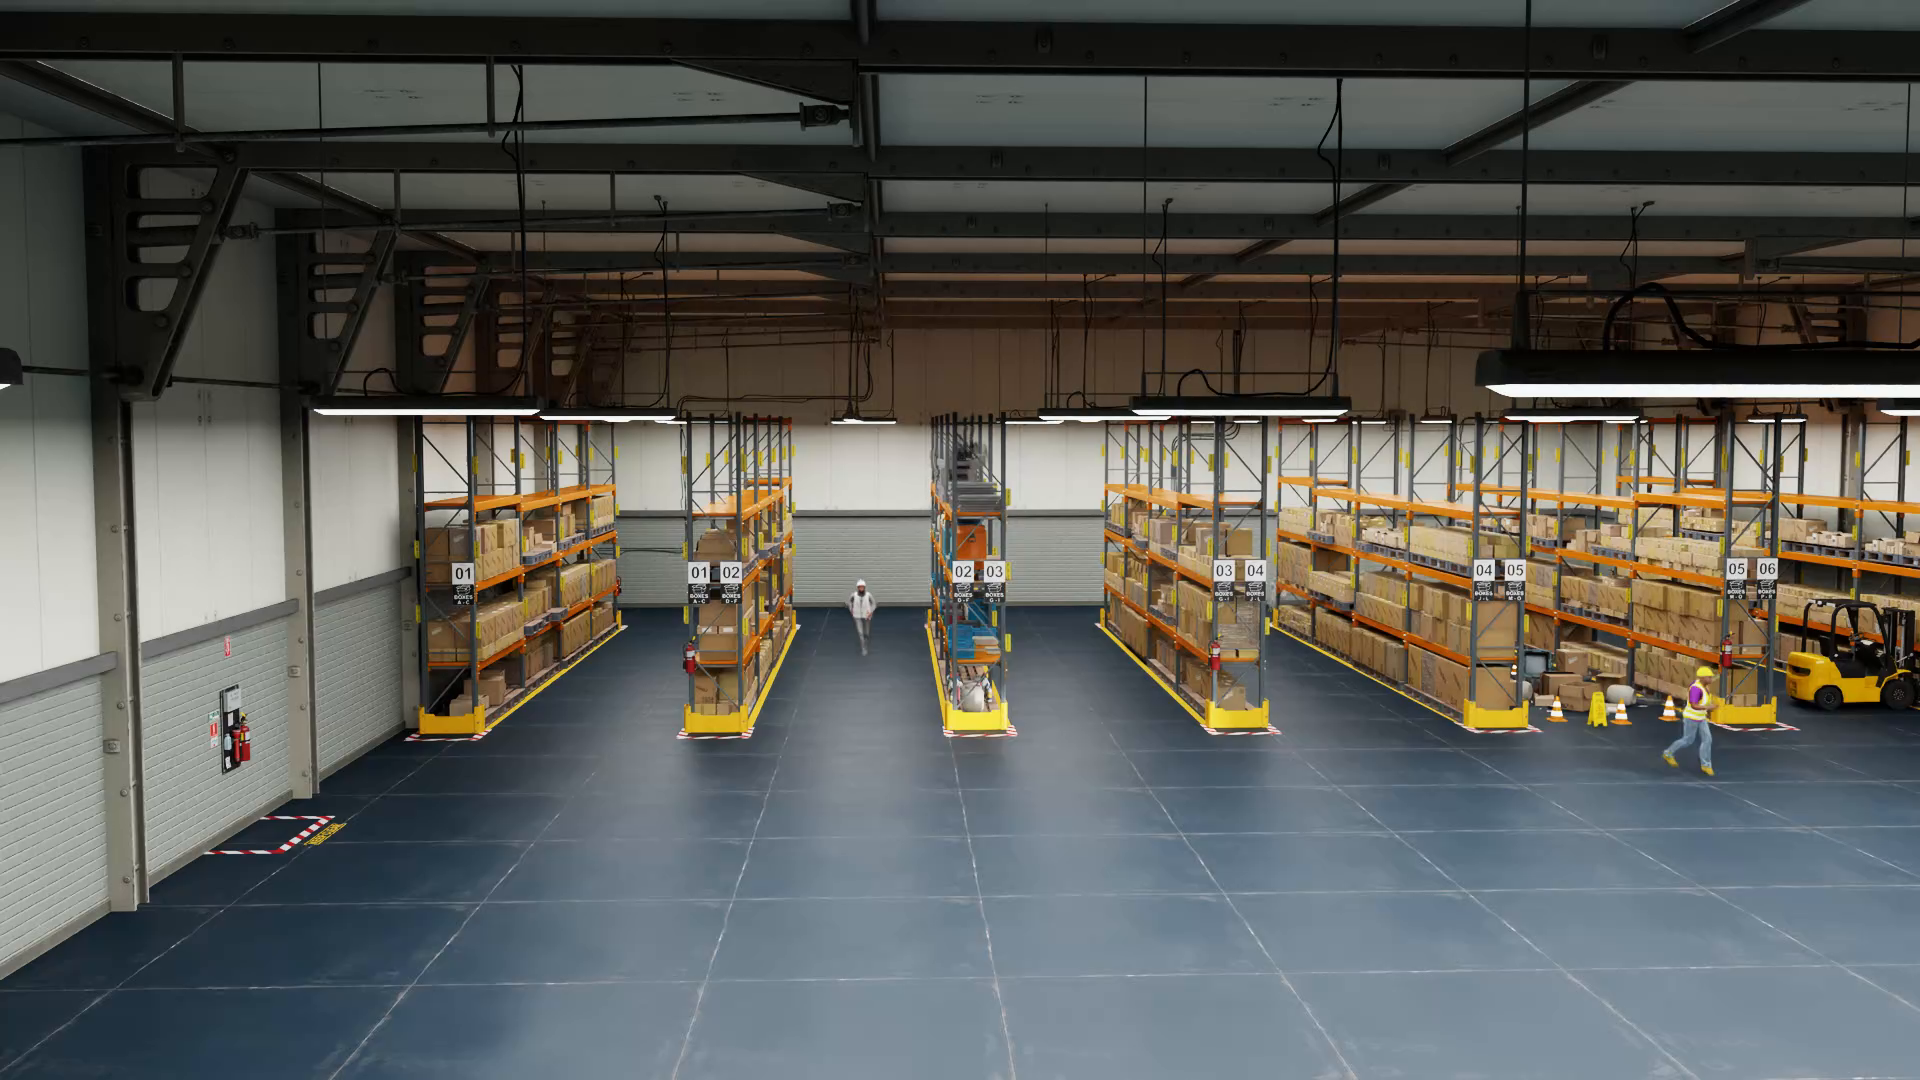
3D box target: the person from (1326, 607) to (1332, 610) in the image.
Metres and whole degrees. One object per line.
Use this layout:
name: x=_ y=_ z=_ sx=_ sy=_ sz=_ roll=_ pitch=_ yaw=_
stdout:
person: x=11.016 y=1.436 z=49.356 sx=0.732 sy=1.669 sz=0.520 roll=-1 pitch=4 yaw=-13

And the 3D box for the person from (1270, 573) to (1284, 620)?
person: x=9.382 y=1.630 z=49.086 sx=0.428 sy=1.553 sz=0.704 roll=0 pitch=4 yaw=6

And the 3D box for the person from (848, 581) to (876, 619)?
person: x=-2.355 y=1.423 z=39.892 sx=0.684 sy=0.905 sz=0.392 roll=0 pitch=4 yaw=-2

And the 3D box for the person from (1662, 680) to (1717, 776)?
person: x=12.099 y=3.112 z=27.527 sx=0.898 sy=1.586 sz=0.681 roll=4 pitch=5 yaw=44
